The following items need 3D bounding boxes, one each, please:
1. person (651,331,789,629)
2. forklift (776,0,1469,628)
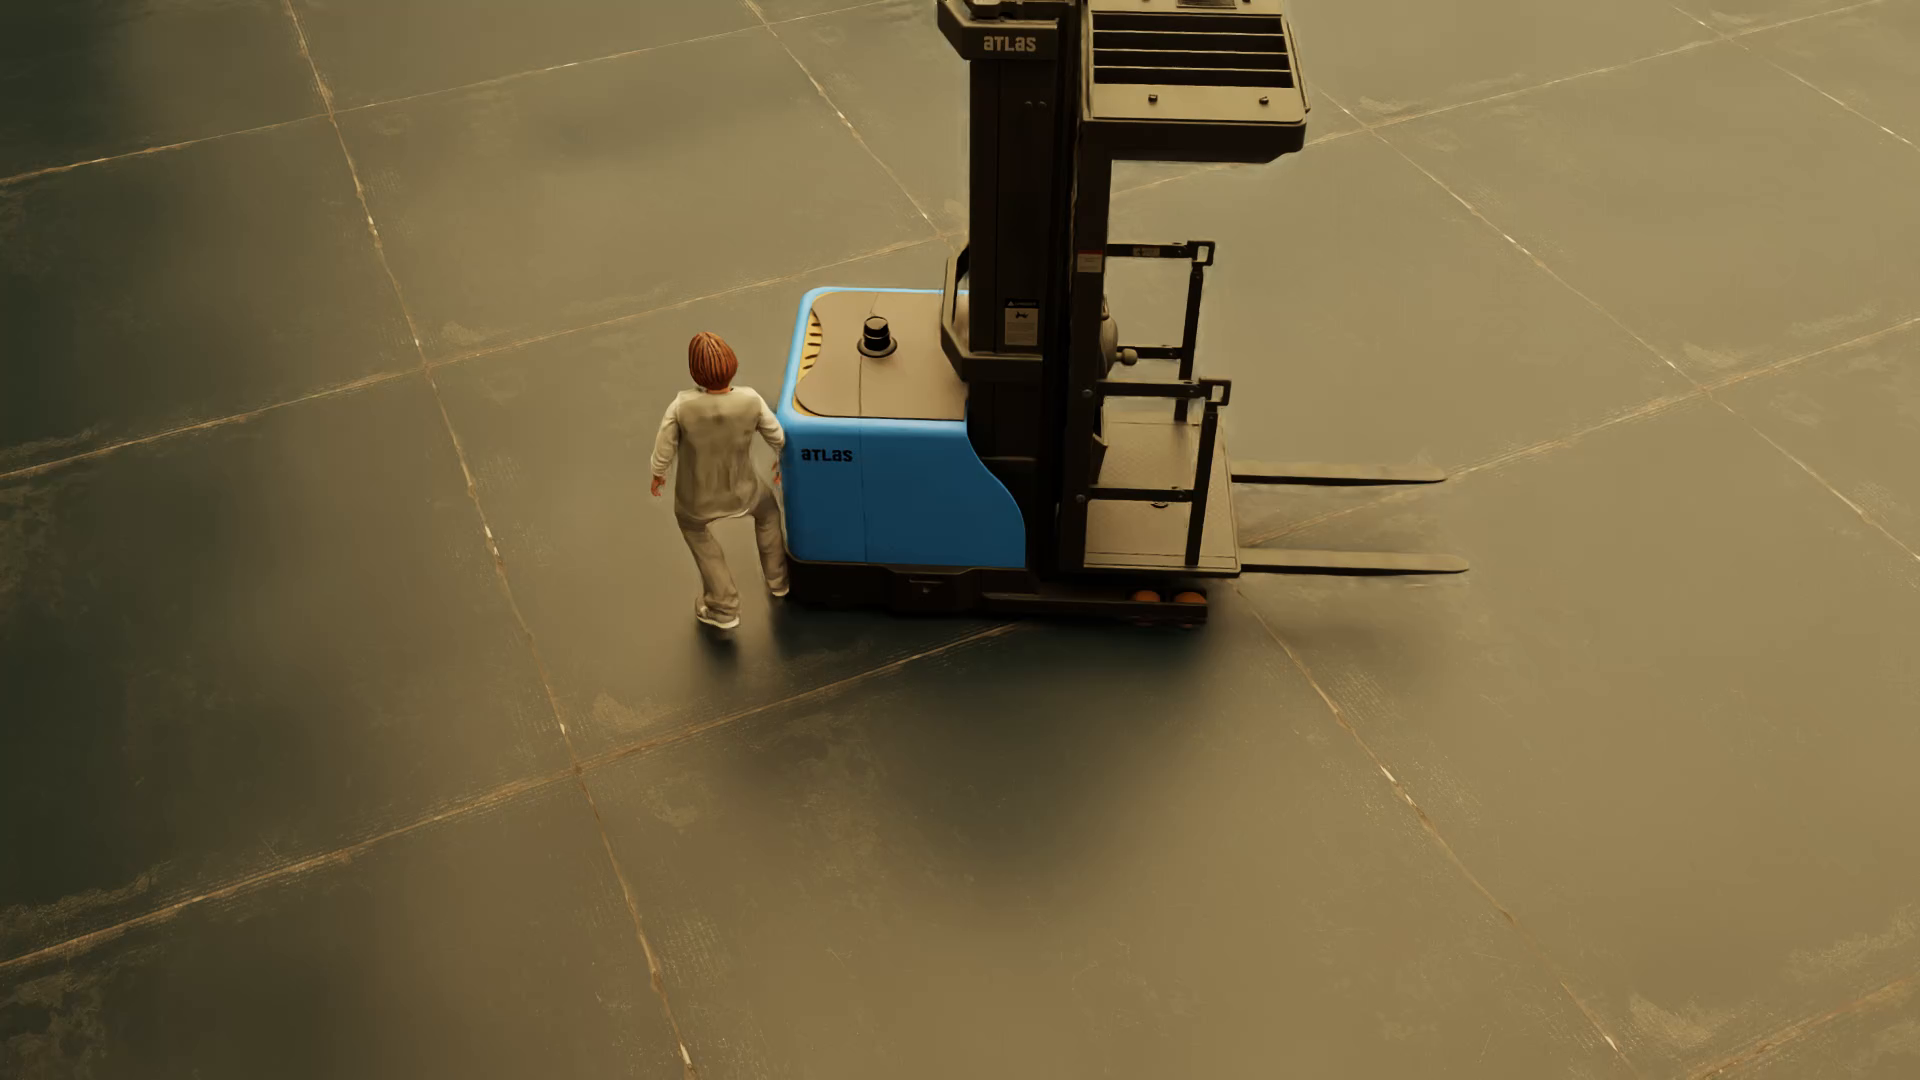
[{"bbox_3d":[-1.002,-0.283,7.004,0.606,1.530,0.497,-9,44,-9],"label":"person"},{"bbox_3d":[0.759,-1.055,6.810,3.031,2.935,1.130,2,43,2],"label":"forklift"}]
